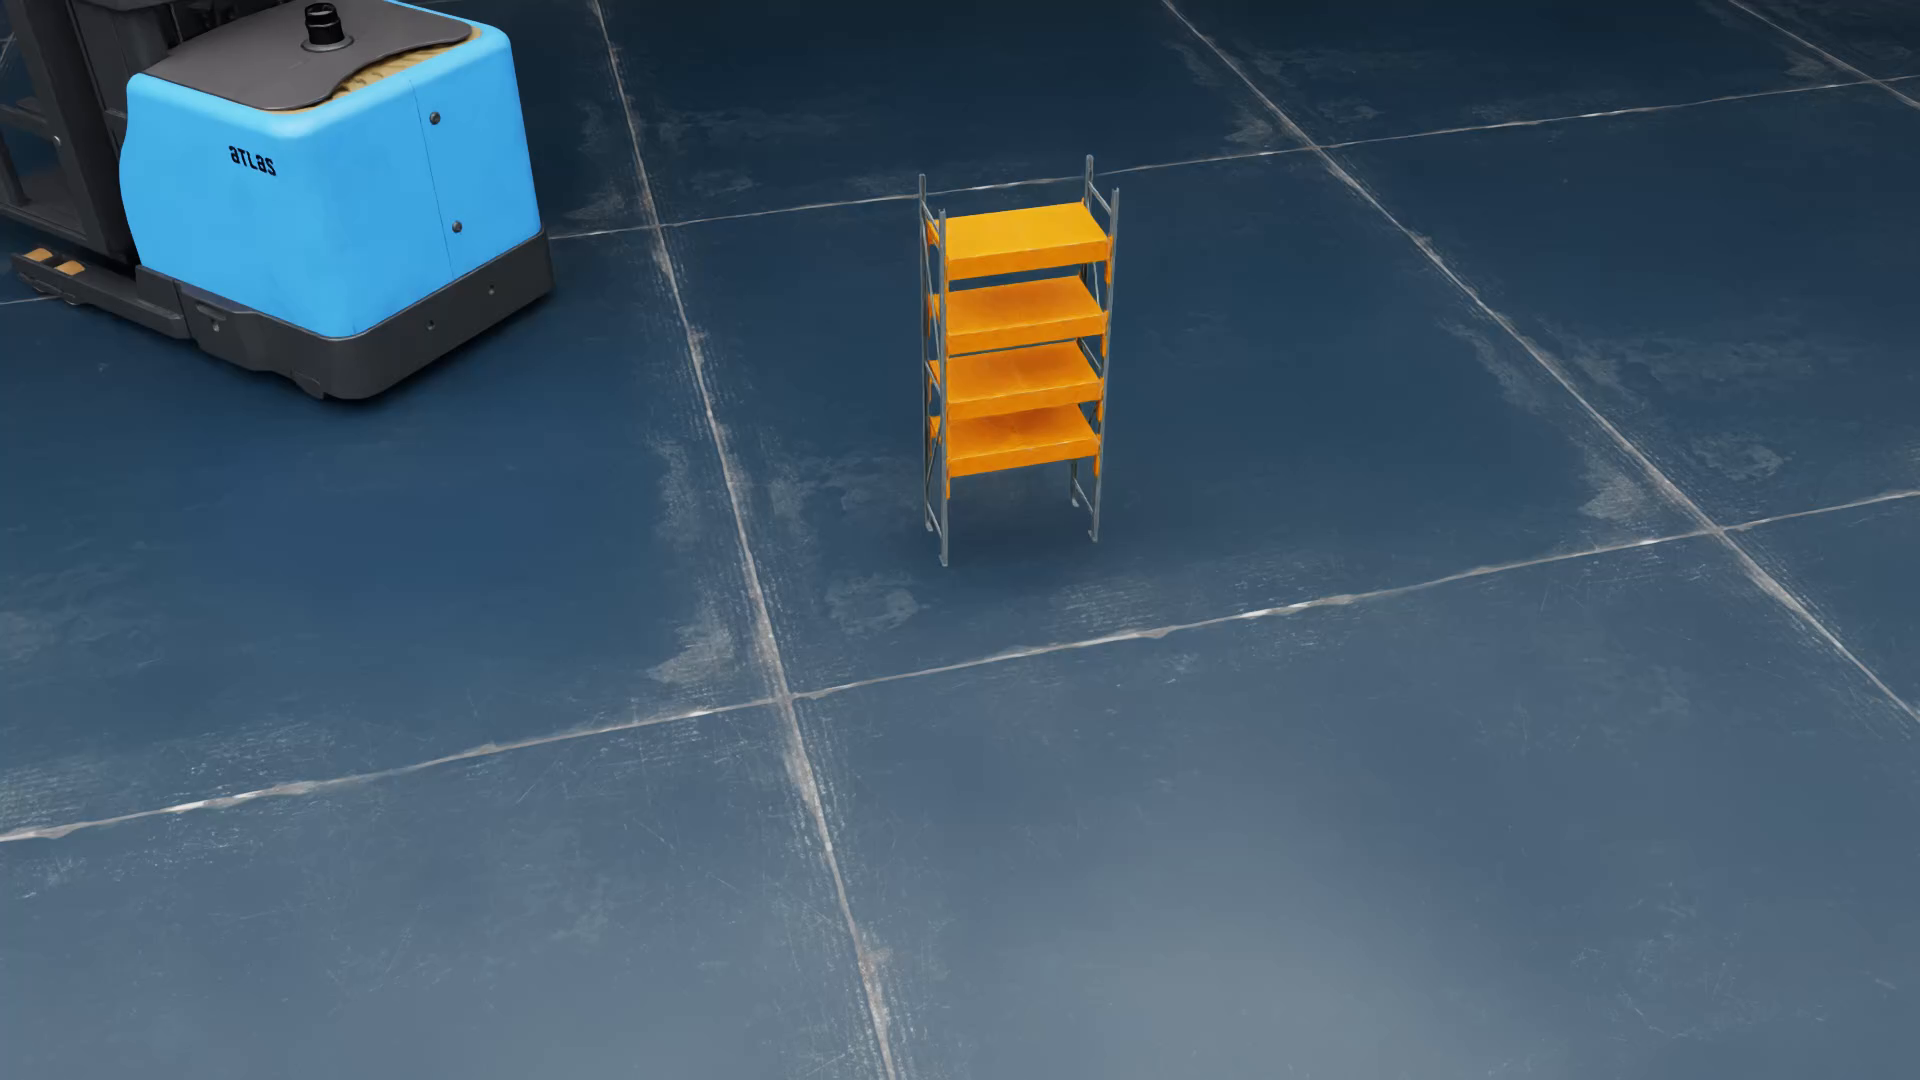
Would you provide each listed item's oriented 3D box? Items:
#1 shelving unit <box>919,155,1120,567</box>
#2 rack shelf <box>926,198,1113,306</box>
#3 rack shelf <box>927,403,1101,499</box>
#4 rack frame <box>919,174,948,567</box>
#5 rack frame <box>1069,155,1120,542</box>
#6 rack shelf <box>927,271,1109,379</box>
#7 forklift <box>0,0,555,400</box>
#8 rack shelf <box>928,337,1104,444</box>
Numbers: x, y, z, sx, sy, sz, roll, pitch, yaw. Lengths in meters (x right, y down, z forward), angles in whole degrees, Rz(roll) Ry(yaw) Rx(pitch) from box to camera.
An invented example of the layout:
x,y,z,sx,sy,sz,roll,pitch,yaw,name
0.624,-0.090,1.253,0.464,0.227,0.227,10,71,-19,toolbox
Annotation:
x,y,z,sx,sy,sz,roll,pitch,yaw,name
0.160,-0.503,4.920,0.503,1.200,0.258,-9,38,-12,shelving unit
0.160,-0.815,4.681,0.480,0.148,0.258,-9,38,-12,rack shelf
0.160,-0.292,5.081,0.480,0.148,0.258,-9,38,-12,rack shelf
-0.076,-0.464,4.869,0.015,1.200,0.240,-9,38,-12,rack frame
0.395,-0.541,4.970,0.015,1.200,0.240,-9,38,-12,rack frame
0.160,-0.627,4.825,0.480,0.148,0.258,-9,38,-12,rack shelf
-3.089,-2.323,5.875,3.031,2.935,1.130,21,42,25,forklift
0.160,-0.449,4.961,0.480,0.148,0.258,-9,38,-12,rack shelf
